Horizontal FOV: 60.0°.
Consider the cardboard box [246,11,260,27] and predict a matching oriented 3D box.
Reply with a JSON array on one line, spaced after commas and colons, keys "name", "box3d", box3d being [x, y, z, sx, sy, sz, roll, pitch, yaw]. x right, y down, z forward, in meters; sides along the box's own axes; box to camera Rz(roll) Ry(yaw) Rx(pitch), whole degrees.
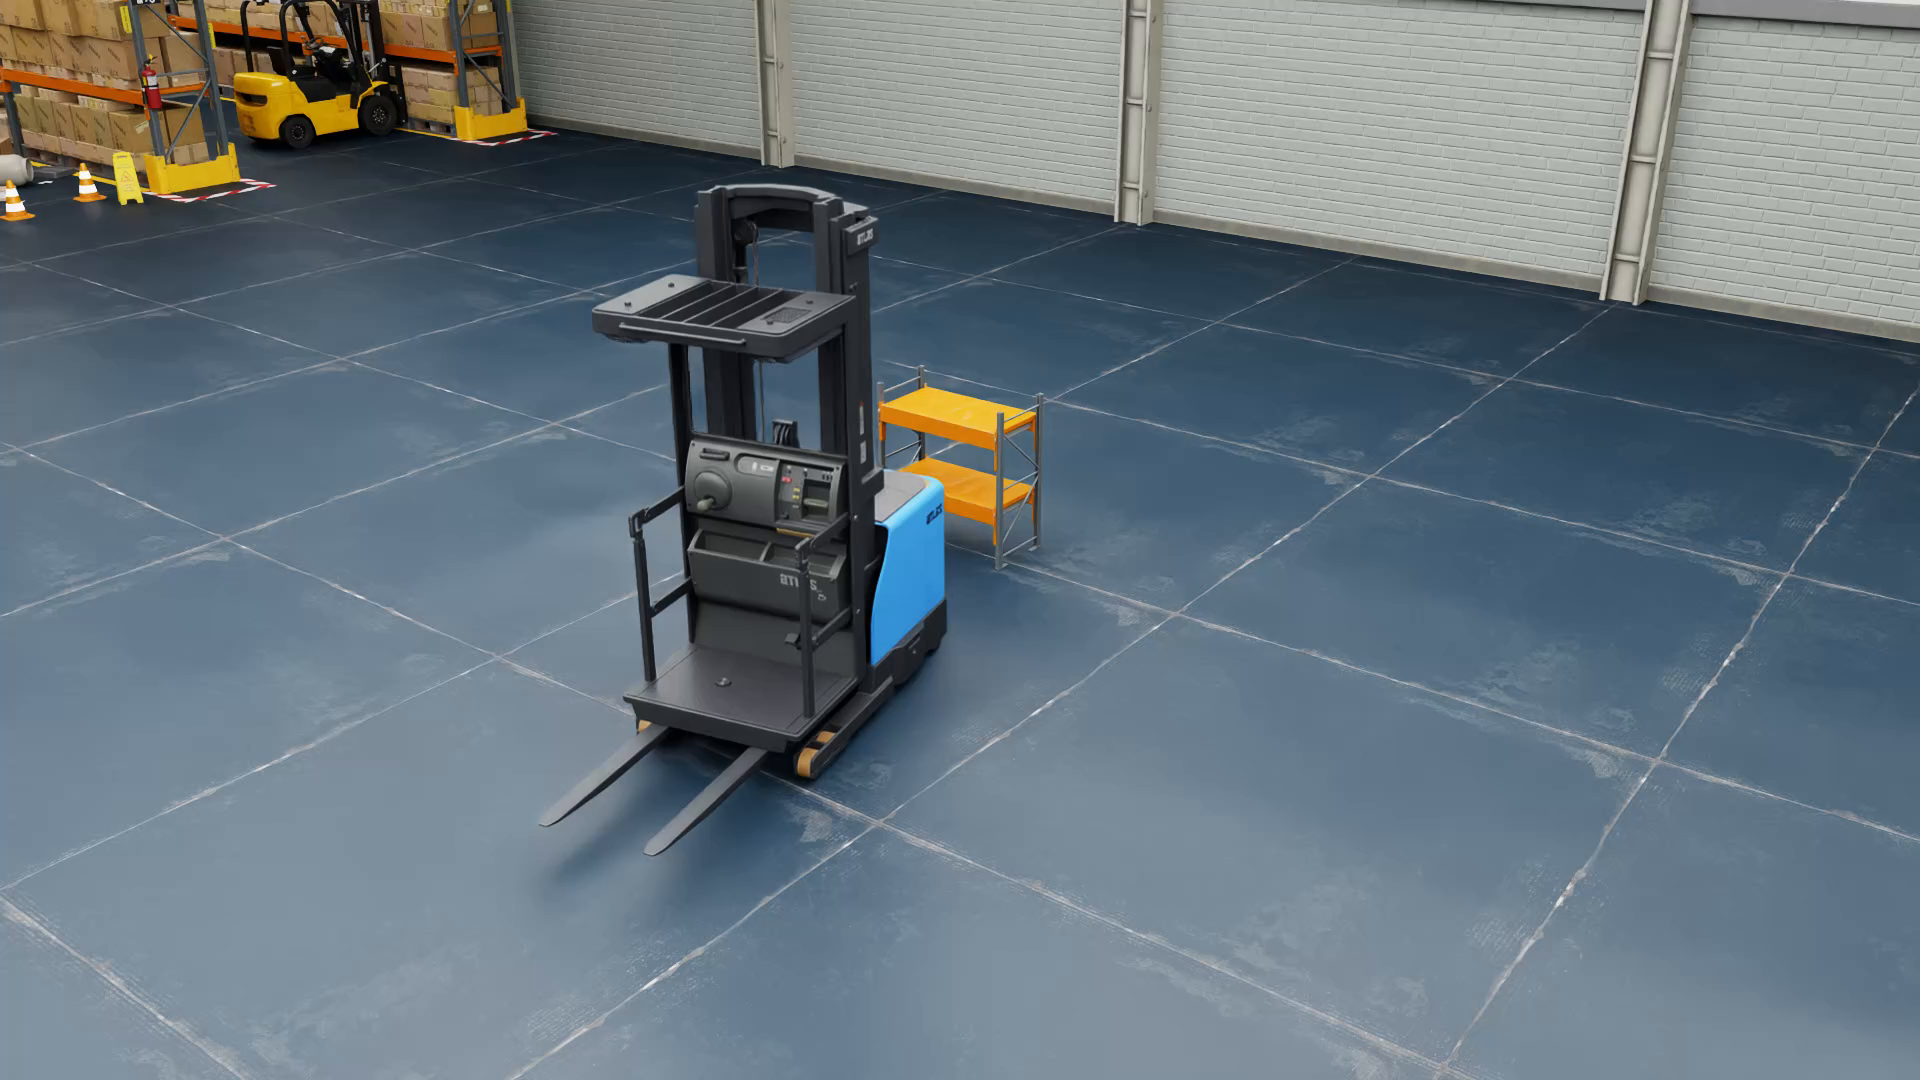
[{"name": "cardboard box", "box3d": [-11.958, -8.986, 28.610, 0.500, 0.250, 0.500, 17, 29, 34]}]

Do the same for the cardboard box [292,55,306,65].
[{"name": "cardboard box", "box3d": [-11.037, -7.995, 28.600, 0.625, 0.625, 0.875, 18, 30, 36]}]

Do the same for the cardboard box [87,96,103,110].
[{"name": "cardboard box", "box3d": [-11.717, -6.010, 22.825, 0.250, 0.149, 0.380, 17, 29, 34]}]

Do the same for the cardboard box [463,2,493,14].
[{"name": "cardboard box", "box3d": [-7.528, -8.308, 25.958, 0.250, 0.149, 0.380, 16, 28, 32]}]

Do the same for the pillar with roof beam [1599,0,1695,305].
[{"name": "pillar with roof beam", "box3d": [4.393, -5.263, 12.534, 0.400, 9.000, 9.100, 17, 29, 33]}]

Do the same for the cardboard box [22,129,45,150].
[{"name": "cardboard box", "box3d": [-13.277, -5.869, 24.239, 0.500, 0.250, 0.500, 15, 28, 31]}]

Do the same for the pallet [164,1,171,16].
[{"name": "pallet", "box3d": [-14.398, -9.788, 30.483, 1.003, 0.211, 1.213, 17, 29, 33]}]

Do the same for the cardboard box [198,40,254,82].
[{"name": "cardboard box", "box3d": [-13.323, -8.685, 30.165, 0.625, 0.625, 0.875, 18, 29, 35]}]

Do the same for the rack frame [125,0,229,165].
[{"name": "rack frame", "box3d": [-10.386, -6.198, 22.096, 0.127, 3.000, 1.000, 17, 29, 33]}]

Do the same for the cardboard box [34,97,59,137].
[{"name": "cardboard box", "box3d": [-12.841, -6.087, 23.803, 0.500, 0.500, 0.500, 18, 30, 35]}]

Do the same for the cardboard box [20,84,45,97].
[{"name": "cardboard box", "box3d": [-13.213, -6.459, 23.845, 0.250, 0.149, 0.380, 17, 29, 34]}]

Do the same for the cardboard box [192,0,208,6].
[{"name": "cardboard box", "box3d": [-13.205, -9.587, 29.355, 0.500, 0.250, 0.500, 18, 29, 35]}]

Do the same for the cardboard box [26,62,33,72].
[{"name": "cardboard box", "box3d": [-13.063, -6.772, 23.710, 0.250, 0.149, 0.380, 17, 29, 33]}]

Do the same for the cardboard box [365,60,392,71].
[{"name": "cardboard box", "box3d": [-9.606, -7.697, 27.148, 0.500, 0.250, 0.500, 18, 29, 35]}]

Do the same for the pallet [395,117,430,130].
[{"name": "pallet", "box3d": [-9.021, -6.991, 27.354, 1.213, 0.211, 1.003, 17, 29, 33]}]

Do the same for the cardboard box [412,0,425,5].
[{"name": "cardboard box", "box3d": [-8.267, -8.401, 25.800, 0.250, 0.149, 0.380, 18, 29, 34]}]

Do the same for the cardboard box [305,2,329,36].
[{"name": "cardboard box", "box3d": [-10.415, -8.621, 27.473, 0.500, 0.500, 0.500, 16, 28, 32]}]

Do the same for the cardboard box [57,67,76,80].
[{"name": "cardboard box", "box3d": [-12.291, -6.506, 23.107, 0.250, 0.149, 0.380, 17, 29, 33]}]

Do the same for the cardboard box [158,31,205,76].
[{"name": "cardboard box", "box3d": [-10.599, -6.584, 22.479, 0.500, 0.500, 0.500, 16, 29, 33]}]

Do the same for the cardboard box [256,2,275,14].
[{"name": "cardboard box", "box3d": [-11.575, -9.086, 28.217, 0.500, 0.250, 0.500, 16, 28, 32]}]

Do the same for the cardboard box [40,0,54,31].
[{"name": "cardboard box", "box3d": [-12.112, -7.271, 22.798, 0.500, 0.500, 0.700, 17, 29, 33]}]

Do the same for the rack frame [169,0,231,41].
[{"name": "rack frame", "box3d": [-13.814, -9.735, 30.123, 0.127, 3.000, 1.000, 17, 29, 33]}]

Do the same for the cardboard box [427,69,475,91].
[{"name": "cardboard box", "box3d": [-7.968, -7.202, 26.025, 0.500, 0.250, 0.500, 18, 29, 35]}]

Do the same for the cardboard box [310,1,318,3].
[{"name": "cardboard box", "box3d": [-10.516, -8.948, 27.410, 0.250, 0.149, 0.380, 16, 29, 32]}]

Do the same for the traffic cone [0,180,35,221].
[{"name": "traffic cone", "box3d": [-11.898, -4.284, 20.899, 0.334, 0.463, 0.336, 17, 29, 33]}]

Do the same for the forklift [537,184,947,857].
[{"name": "forklift", "box3d": [-1.138, -0.263, 8.713, 1.130, 2.935, 3.031, 10, 26, 22]}]

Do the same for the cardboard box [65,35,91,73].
[{"name": "cardboard box", "box3d": [-11.782, -6.667, 22.667, 0.500, 0.500, 0.500, 17, 29, 33]}]

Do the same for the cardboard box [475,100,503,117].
[{"name": "cardboard box", "box3d": [-7.688, -6.916, 26.615, 0.500, 0.250, 0.500, 17, 29, 34]}]

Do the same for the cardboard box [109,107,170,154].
[{"name": "cardboard box", "box3d": [-11.184, -5.584, 22.663, 0.500, 0.500, 0.500, 17, 29, 34]}]

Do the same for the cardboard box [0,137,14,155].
[{"name": "cardboard box", "box3d": [-13.546, -5.324, 23.210, 0.500, 0.500, 0.500, -5, 24, -12]}]

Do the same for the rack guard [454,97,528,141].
[{"name": "rack guard", "box3d": [-7.393, -6.650, 26.224, 0.348, 0.500, 1.175, 17, 29, 33]}]

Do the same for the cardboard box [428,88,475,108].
[{"name": "cardboard box", "box3d": [-7.989, -6.980, 26.140, 0.500, 0.250, 0.500, 16, 29, 33]}]

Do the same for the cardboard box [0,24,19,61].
[{"name": "cardboard box", "box3d": [-13.402, -7.150, 23.766, 0.500, 0.500, 0.500, 17, 29, 33]}]

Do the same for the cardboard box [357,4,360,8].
[{"name": "cardboard box", "box3d": [-9.509, -8.629, 26.686, 0.250, 0.149, 0.380, 16, 28, 32]}]

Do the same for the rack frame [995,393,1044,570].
[{"name": "rack frame", "box3d": [0.401, -0.393, 11.248, 0.032, 1.125, 0.500, 17, 29, 33]}]

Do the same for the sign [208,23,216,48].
[{"name": "sign", "box3d": [-10.061, -6.769, 22.319, 0.005, 0.325, 0.100, 17, 29, 33]}]

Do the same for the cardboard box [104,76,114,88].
[{"name": "cardboard box", "box3d": [-11.275, -6.198, 22.409, 0.250, 0.149, 0.380, 16, 29, 32]}]

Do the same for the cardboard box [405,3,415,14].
[{"name": "cardboard box", "box3d": [-8.443, -8.334, 26.017, 0.250, 0.149, 0.380, 17, 29, 33]}]

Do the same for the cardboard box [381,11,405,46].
[{"name": "cardboard box", "box3d": [-8.783, -8.132, 26.363, 0.500, 0.500, 0.500, 16, 29, 32]}]

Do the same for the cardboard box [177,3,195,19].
[{"name": "cardboard box", "box3d": [-13.605, -9.480, 29.731, 0.500, 0.250, 0.500, 17, 29, 33]}]

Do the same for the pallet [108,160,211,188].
[{"name": "pallet", "box3d": [-11.076, -5.148, 23.172, 1.213, 0.211, 1.003, 17, 29, 33]}]

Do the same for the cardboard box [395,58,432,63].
[{"name": "cardboard box", "box3d": [-8.885, -7.739, 27.243, 0.500, 0.250, 0.500, 16, 28, 32]}]

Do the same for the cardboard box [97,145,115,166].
[{"name": "cardboard box", "box3d": [-11.604, -5.368, 23.102, 0.500, 0.250, 0.500, 17, 29, 33]}]

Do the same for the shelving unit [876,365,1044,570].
[{"name": "shelving unit", "box3d": [-0.005, -0.516, 11.527, 1.048, 1.125, 0.538, 17, 29, 33]}]

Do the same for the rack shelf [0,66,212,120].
[{"name": "rack shelf", "box3d": [-11.987, -6.352, 23.339, 4.000, 0.370, 1.077, 17, 29, 33]}]
